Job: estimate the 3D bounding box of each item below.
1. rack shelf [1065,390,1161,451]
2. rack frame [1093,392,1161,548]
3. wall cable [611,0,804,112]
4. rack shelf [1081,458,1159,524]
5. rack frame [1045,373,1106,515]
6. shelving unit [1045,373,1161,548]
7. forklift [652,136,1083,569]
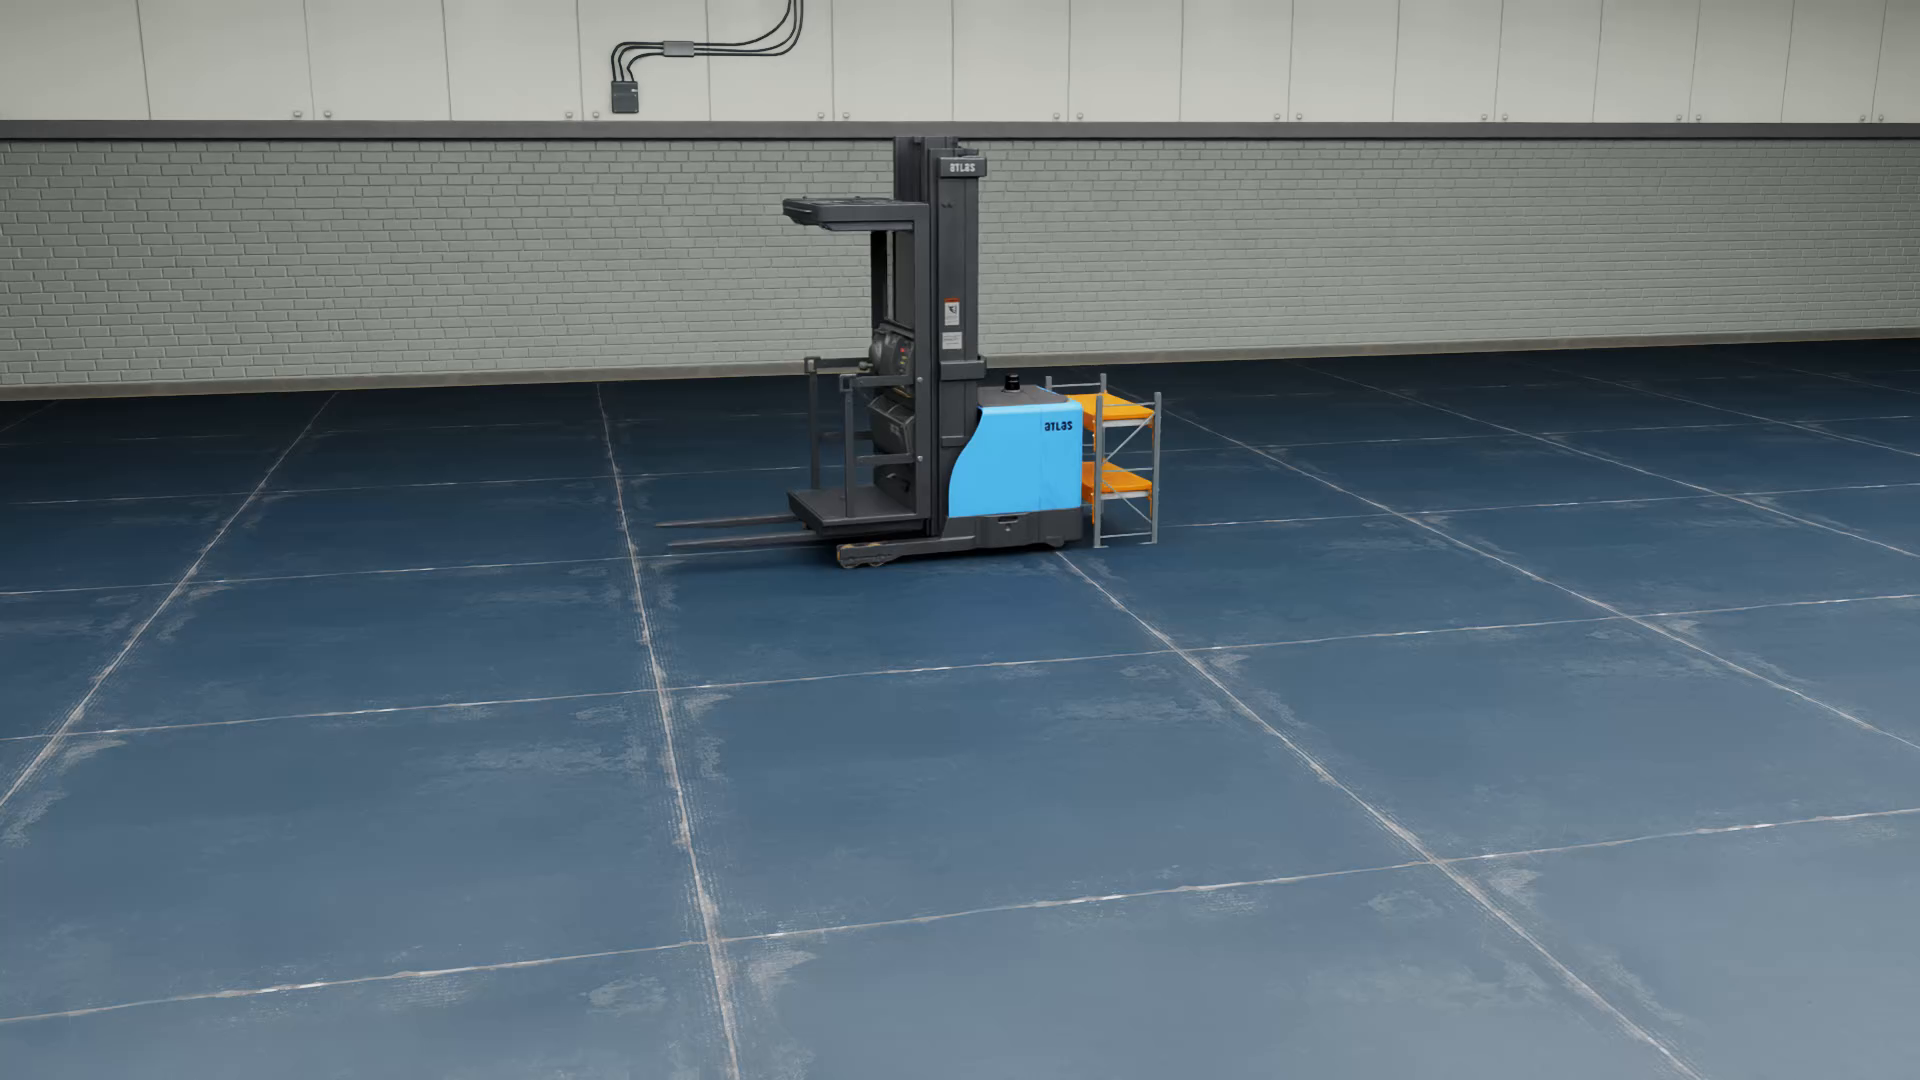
[{"bbox_3d":[1.060,-0.906,12.534,0.538,0.278,1.000,-4,14,-18],"label":"rack shelf"},{"bbox_3d":[1.218,-0.507,12.134,0.500,1.125,0.032,-4,14,-18],"label":"rack frame"},{"bbox_3d":[-2.987,-8.042,19.216,2.305,6.003,0.169,-3,14,-13],"label":"wall cable"},{"bbox_3d":[1.060,-0.385,12.661,0.538,0.278,1.000,-4,14,-18],"label":"rack shelf"},{"bbox_3d":[0.902,-0.737,13.073,0.500,1.125,0.032,-4,14,-18],"label":"rack frame"},{"bbox_3d":[1.060,-0.622,12.603,0.538,1.125,1.048,-4,14,-18],"label":"shelving unit"},{"bbox_3d":[-0.673,-1.362,11.828,3.031,2.935,1.130,-5,14,-18],"label":"forklift"}]
